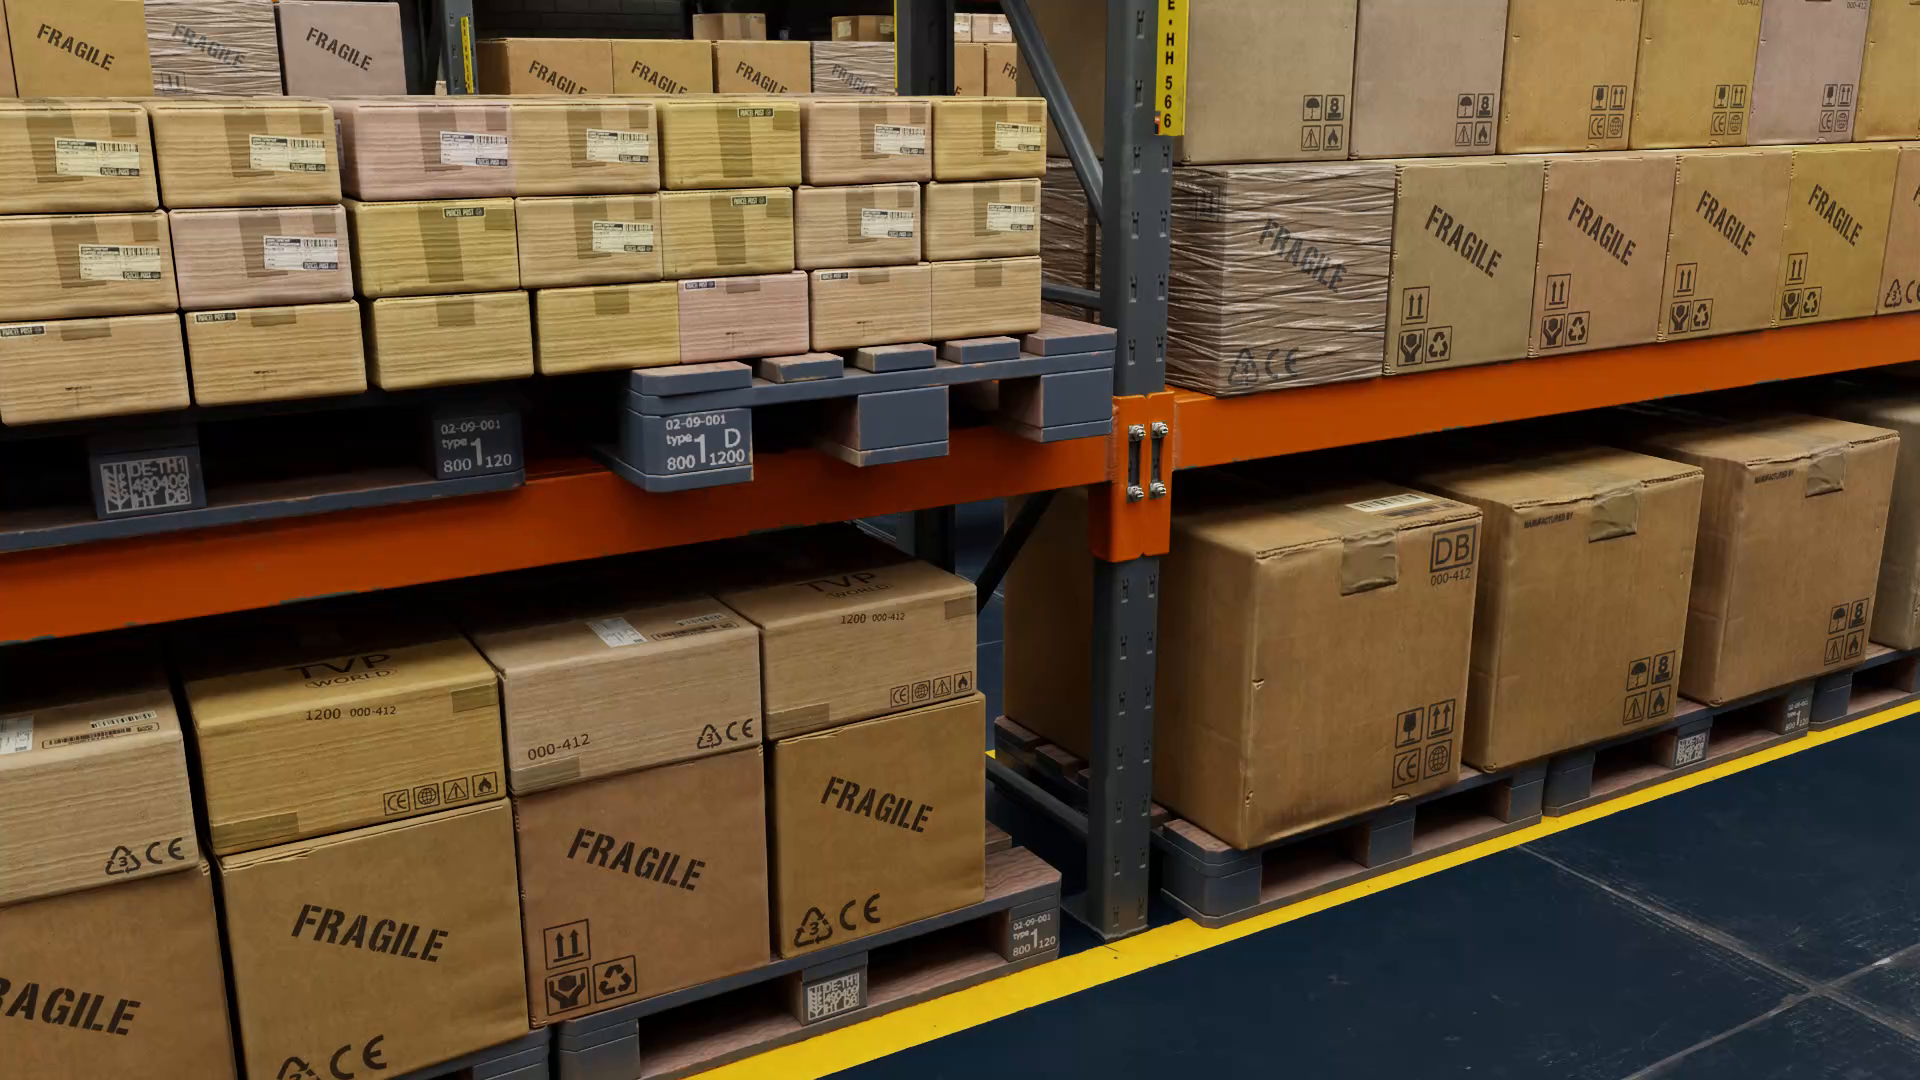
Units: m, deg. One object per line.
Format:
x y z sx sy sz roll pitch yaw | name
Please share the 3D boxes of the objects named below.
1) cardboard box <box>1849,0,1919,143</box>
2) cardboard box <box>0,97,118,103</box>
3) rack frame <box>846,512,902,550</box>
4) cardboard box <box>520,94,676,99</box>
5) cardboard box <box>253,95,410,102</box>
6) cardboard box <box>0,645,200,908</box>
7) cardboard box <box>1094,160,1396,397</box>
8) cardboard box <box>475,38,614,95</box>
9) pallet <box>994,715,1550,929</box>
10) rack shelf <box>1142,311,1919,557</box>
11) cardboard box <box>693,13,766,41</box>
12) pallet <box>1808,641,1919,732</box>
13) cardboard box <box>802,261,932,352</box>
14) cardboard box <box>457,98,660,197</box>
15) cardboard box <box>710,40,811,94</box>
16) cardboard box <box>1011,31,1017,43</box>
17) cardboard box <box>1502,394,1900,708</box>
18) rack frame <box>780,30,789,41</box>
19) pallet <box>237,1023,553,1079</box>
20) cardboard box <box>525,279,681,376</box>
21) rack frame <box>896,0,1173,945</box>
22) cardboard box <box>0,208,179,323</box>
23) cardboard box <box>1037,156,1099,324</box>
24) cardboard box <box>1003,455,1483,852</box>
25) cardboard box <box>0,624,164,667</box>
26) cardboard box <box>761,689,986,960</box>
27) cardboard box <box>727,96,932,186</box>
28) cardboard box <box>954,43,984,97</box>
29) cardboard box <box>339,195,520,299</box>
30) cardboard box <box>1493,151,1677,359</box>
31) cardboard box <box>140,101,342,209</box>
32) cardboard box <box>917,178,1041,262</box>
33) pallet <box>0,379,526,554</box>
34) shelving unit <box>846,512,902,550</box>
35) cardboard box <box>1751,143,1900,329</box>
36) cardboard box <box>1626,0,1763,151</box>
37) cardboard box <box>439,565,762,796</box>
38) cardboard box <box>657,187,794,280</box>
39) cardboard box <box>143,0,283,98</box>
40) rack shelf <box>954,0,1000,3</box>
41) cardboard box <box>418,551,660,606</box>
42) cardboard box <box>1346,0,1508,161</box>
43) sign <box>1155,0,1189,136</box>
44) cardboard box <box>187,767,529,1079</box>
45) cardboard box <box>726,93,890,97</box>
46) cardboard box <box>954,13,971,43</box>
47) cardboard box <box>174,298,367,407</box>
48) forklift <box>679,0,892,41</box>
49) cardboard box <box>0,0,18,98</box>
2.712 -1.546 5.331 0.500 0.500 0.700 -10 18 -31 | cardboard box
-1.692 -0.735 3.058 0.250 0.149 0.380 -10 18 -30 | cardboard box
-0.363 -0.663 6.998 0.032 1.500 0.500 -9 18 -30 | rack frame
-0.792 -0.880 3.578 0.250 0.149 0.380 -9 18 -30 | cardboard box
-1.250 -0.806 3.312 0.250 0.149 0.380 -8 18 -27 | cardboard box
-1.619 0.407 2.864 0.500 0.250 0.500 -8 18 -28 | cardboard box
0.669 -0.651 3.990 0.500 0.500 0.500 -9 18 -29 | cardboard box
-1.986 -2.137 7.961 0.500 0.500 0.500 -10 18 -31 | cardboard box
0.860 0.647 4.709 1.213 0.211 1.003 -9 18 -30 | pallet
1.860 -0.535 5.093 4.000 0.370 1.077 -9 18 -30 | rack shelf
-1.233 -2.733 8.886 0.250 0.149 0.380 -10 19 -32 | cardboard box
2.952 0.308 5.919 1.213 0.211 1.003 -9 18 -30 | pallet
-0.254 -0.475 3.236 0.250 0.149 0.380 -9 18 -30 | cardboard box
-0.707 -0.688 2.892 0.250 0.149 0.380 -9 18 -28 | cardboard box
-1.091 -2.286 8.495 0.500 0.500 0.500 -9 18 -29 | cardboard box
0.353 -3.013 9.884 0.250 0.149 0.380 -9 18 -30 | cardboard box
2.260 -0.038 5.377 0.750 0.750 1.050 -9 18 -30 | cardboard box
-1.621 -3.438 14.118 0.127 3.000 1.000 -9 18 -30 | rack frame
-1.570 1.016 3.393 1.213 0.211 1.003 -9 18 -30 | pallet
-0.690 -0.406 2.987 0.250 0.149 0.380 -9 18 -30 | cardboard box
0.145 -0.603 4.004 0.127 3.000 1.000 -9 18 -30 | rack frame
-1.369 -0.438 2.551 0.250 0.149 0.380 -10 18 -31 | cardboard box
0.393 -0.776 4.436 0.500 0.500 0.500 -9 18 -30 | cardboard box
0.714 0.214 4.479 0.750 0.750 1.050 -9 18 -30 | cardboard box
-1.882 0.286 3.296 0.500 0.250 0.500 -10 19 -32 | cardboard box
-0.284 0.550 3.743 0.500 0.500 0.500 -9 18 -30 | cardboard box
-0.255 -0.762 3.157 0.250 0.149 0.380 -9 18 -30 | cardboard box
-0.209 -2.427 8.997 0.500 0.500 0.500 -9 18 -28 | cardboard box
-0.925 -0.510 2.809 0.250 0.149 0.380 -9 18 -30 | cardboard box
1.536 -0.793 4.495 0.500 0.500 0.500 -9 18 -30 | cardboard box
-1.148 -0.617 2.640 0.250 0.149 0.380 -8 18 -27 | cardboard box
-0.044 -0.654 3.320 0.250 0.149 0.380 -9 18 -29 | cardboard box
-1.530 -0.226 3.015 1.213 0.211 1.003 -9 18 -30 | pallet
0.073 -0.734 7.250 1.048 1.500 0.538 -9 18 -30 | shelving unit
2.398 -0.932 4.994 0.500 0.500 0.500 -9 18 -29 | cardboard box
1.845 -1.406 4.832 0.500 0.500 0.700 -9 18 -30 | cardboard box
-0.733 0.266 3.369 0.500 0.250 0.500 -9 18 -29 | cardboard box
-0.496 -0.579 3.054 0.250 0.149 0.380 -9 18 -28 | cardboard box
-3.235 -2.058 7.158 0.500 0.500 0.500 -9 18 -29 | cardboard box
0.093 -4.814 14.802 4.000 0.370 1.077 -9 18 -30 | rack shelf
-1.005 0.148 3.790 0.500 0.250 0.500 -9 18 -30 | cardboard box
0.968 -1.263 4.322 0.500 0.500 0.700 -10 18 -31 | cardboard box
0.433 -0.998 3.415 0.005 0.325 0.100 -9 18 -30 | sign
-1.176 0.699 3.213 0.500 0.500 0.500 -10 19 -32 | cardboard box
-0.354 -0.951 3.830 0.250 0.149 0.380 -9 18 -30 | cardboard box
-0.148 -2.738 8.902 0.250 0.149 0.380 -10 19 -32 | cardboard box
-1.143 -0.332 2.726 0.250 0.149 0.380 -9 18 -28 | cardboard box
-1.117 -2.735 11.735 3.031 2.935 1.130 -9 18 -30 | forklift
-4.101 -1.922 6.672 0.500 0.500 0.500 -10 18 -31 | cardboard box
